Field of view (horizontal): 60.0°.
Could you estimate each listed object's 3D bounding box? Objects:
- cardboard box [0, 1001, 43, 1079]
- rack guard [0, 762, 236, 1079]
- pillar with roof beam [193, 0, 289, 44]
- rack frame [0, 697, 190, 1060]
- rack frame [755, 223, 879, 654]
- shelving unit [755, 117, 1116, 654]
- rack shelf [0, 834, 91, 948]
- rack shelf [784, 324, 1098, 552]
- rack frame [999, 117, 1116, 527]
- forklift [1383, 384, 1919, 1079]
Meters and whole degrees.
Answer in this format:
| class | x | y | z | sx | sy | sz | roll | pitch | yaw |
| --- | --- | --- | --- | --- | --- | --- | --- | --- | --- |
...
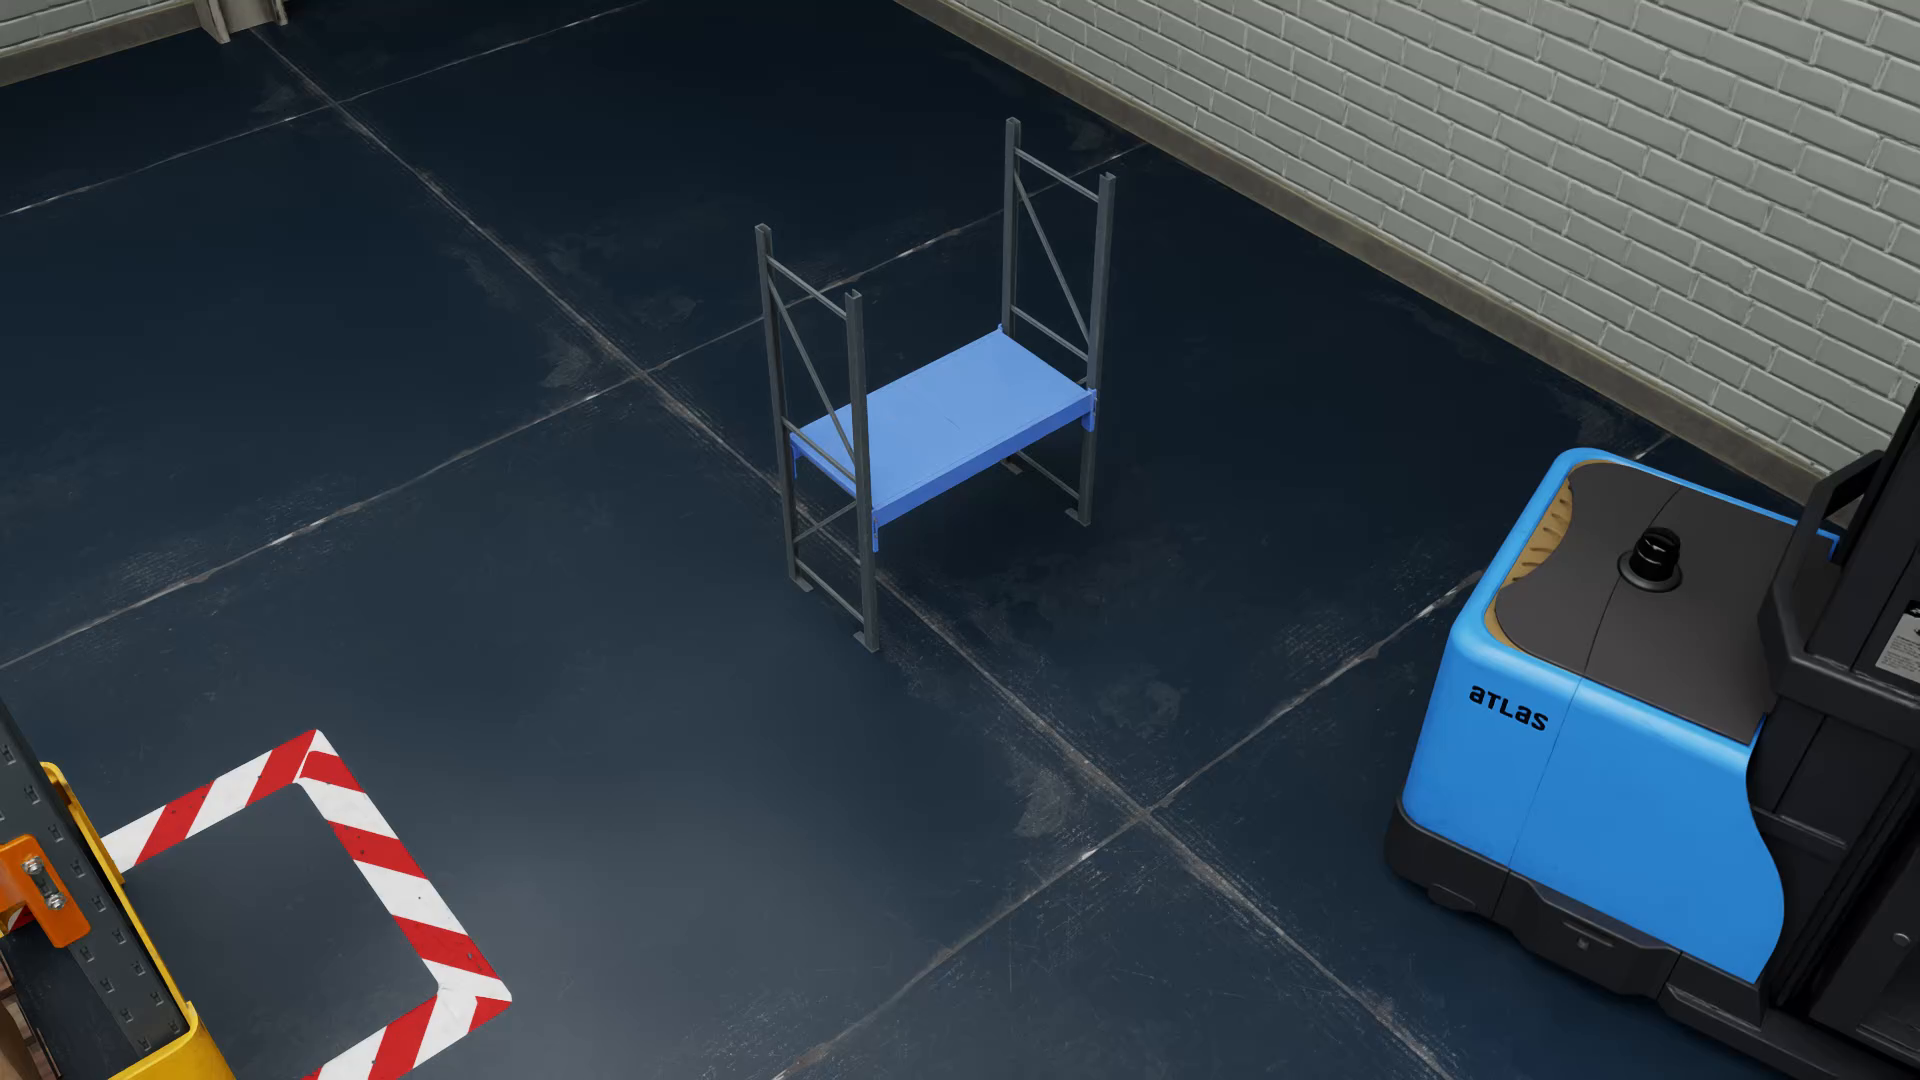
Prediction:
| class | x | y | z | sx | sy | sz | roll | pitch | yaw |
| --- | --- | --- | --- | --- | --- | --- | --- | --- | --- |
| cardboard box | -2.611 | 1.366 | 4.109 | 0.500 | 0.500 | 0.500 | -30 | 51 | -28 |
| rack guard | -2.411 | 1.191 | 4.616 | 0.348 | 0.500 | 1.175 | -30 | 51 | -28 |
| pillar with roof beam | -1.255 | -3.919 | 3.850 | 0.400 | 9.000 | 9.100 | -30 | 51 | -28 |
| rack frame | -2.352 | 0.247 | 3.796 | 0.127 | 3.000 | 1.000 | -30 | 51 | -28 |
| rack frame | -0.455 | -0.286 | 5.459 | 0.032 | 1.500 | 0.500 | -30 | 51 | -28 |
| shelving unit | -0.065 | -0.509 | 5.697 | 1.048 | 1.500 | 0.538 | -30 | 51 | -28 |
| rack shelf | -3.886 | 1.388 | 3.107 | 4.000 | 0.370 | 1.077 | -30 | 51 | -28 |
| rack shelf | -0.065 | -0.378 | 5.820 | 1.000 | 0.185 | 0.538 | -30 | 51 | -28 |
| rack frame | 0.325 | -0.733 | 5.934 | 0.032 | 1.500 | 0.500 | -30 | 51 | -28 |
| forklift | 2.814 | 0.245 | 3.849 | 3.031 | 2.935 | 1.130 | 24 | 48 | 24 |
